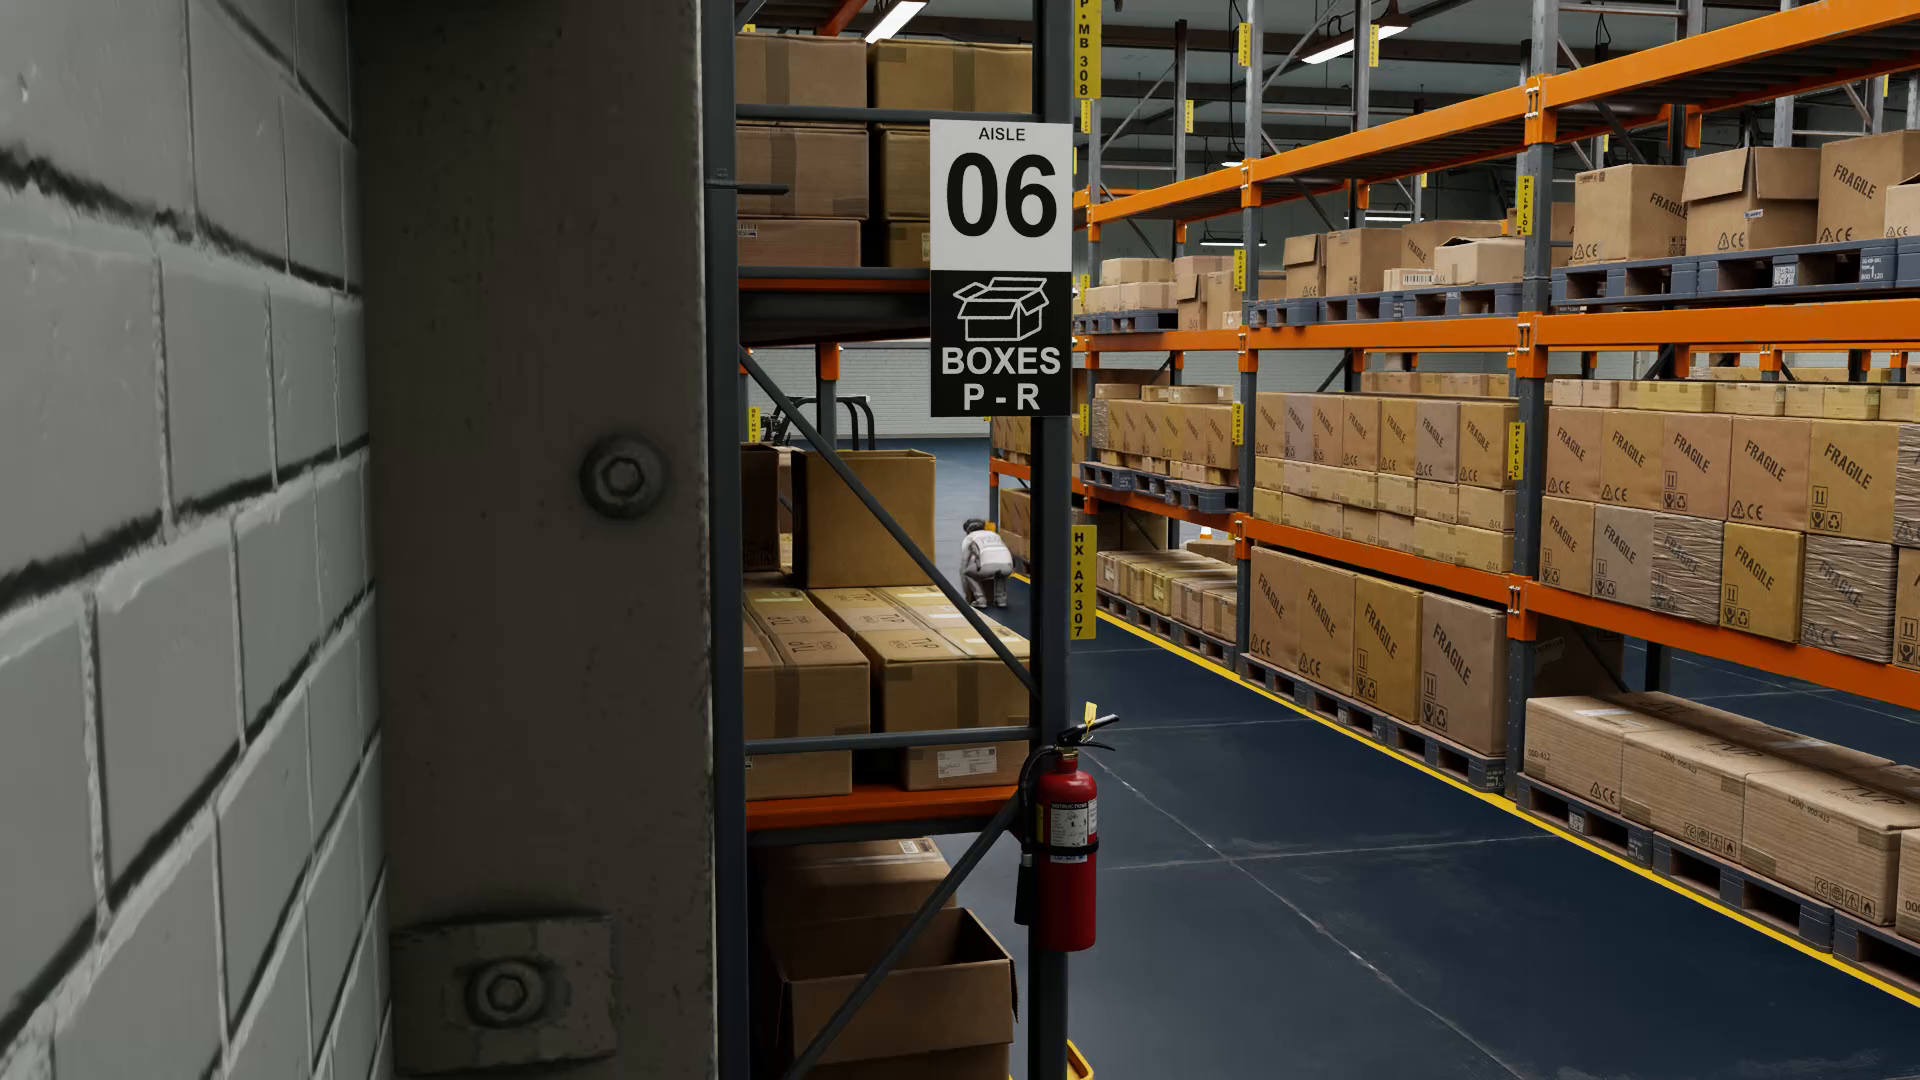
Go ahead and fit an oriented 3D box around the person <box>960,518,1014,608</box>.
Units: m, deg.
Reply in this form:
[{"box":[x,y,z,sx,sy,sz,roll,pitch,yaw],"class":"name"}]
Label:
[{"box":[0.266,0.241,17.345,0.479,0.898,0.856,-2,6,-14],"class":"person"}]
